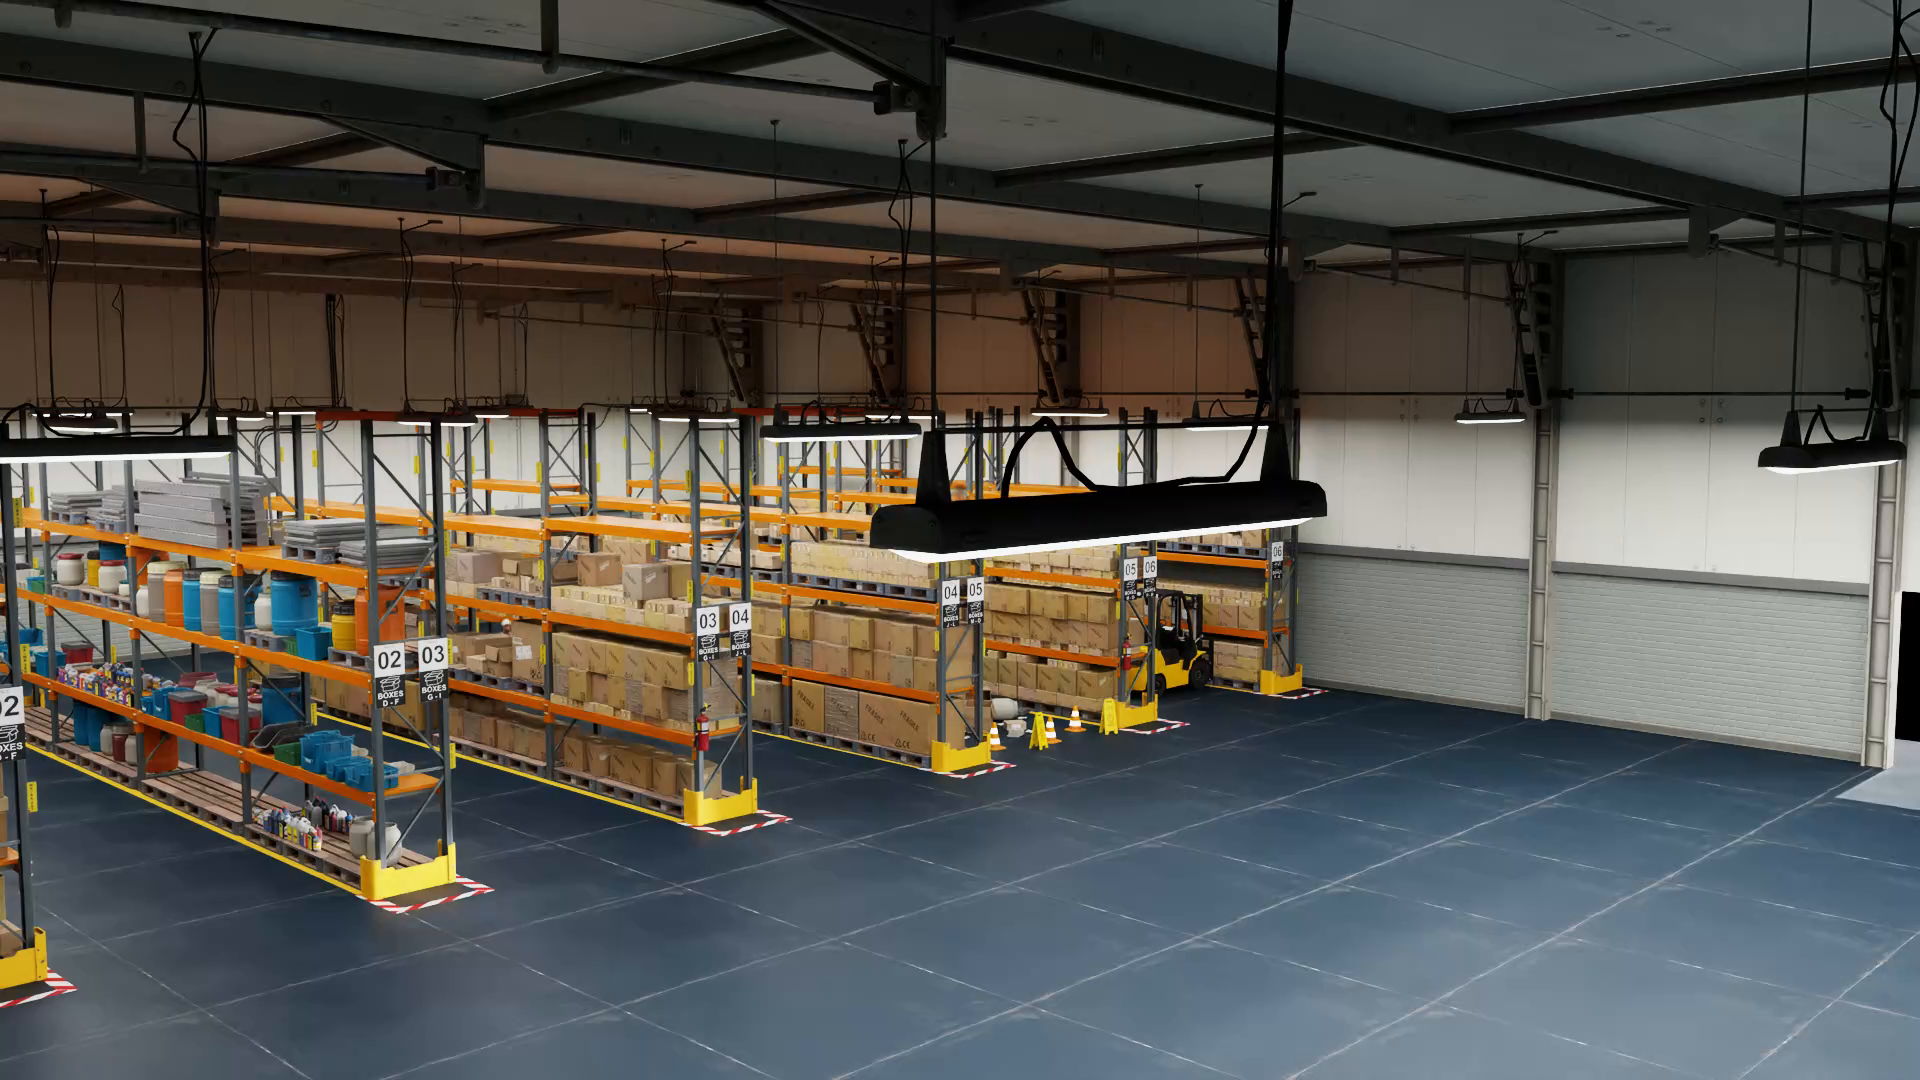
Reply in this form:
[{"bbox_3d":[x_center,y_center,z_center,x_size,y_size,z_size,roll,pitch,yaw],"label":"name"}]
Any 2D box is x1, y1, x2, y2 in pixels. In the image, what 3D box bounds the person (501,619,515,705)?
[{"bbox_3d":[-9.107,2.465,33.611,0.777,1.766,0.642,5,7,43],"label":"person"}]
